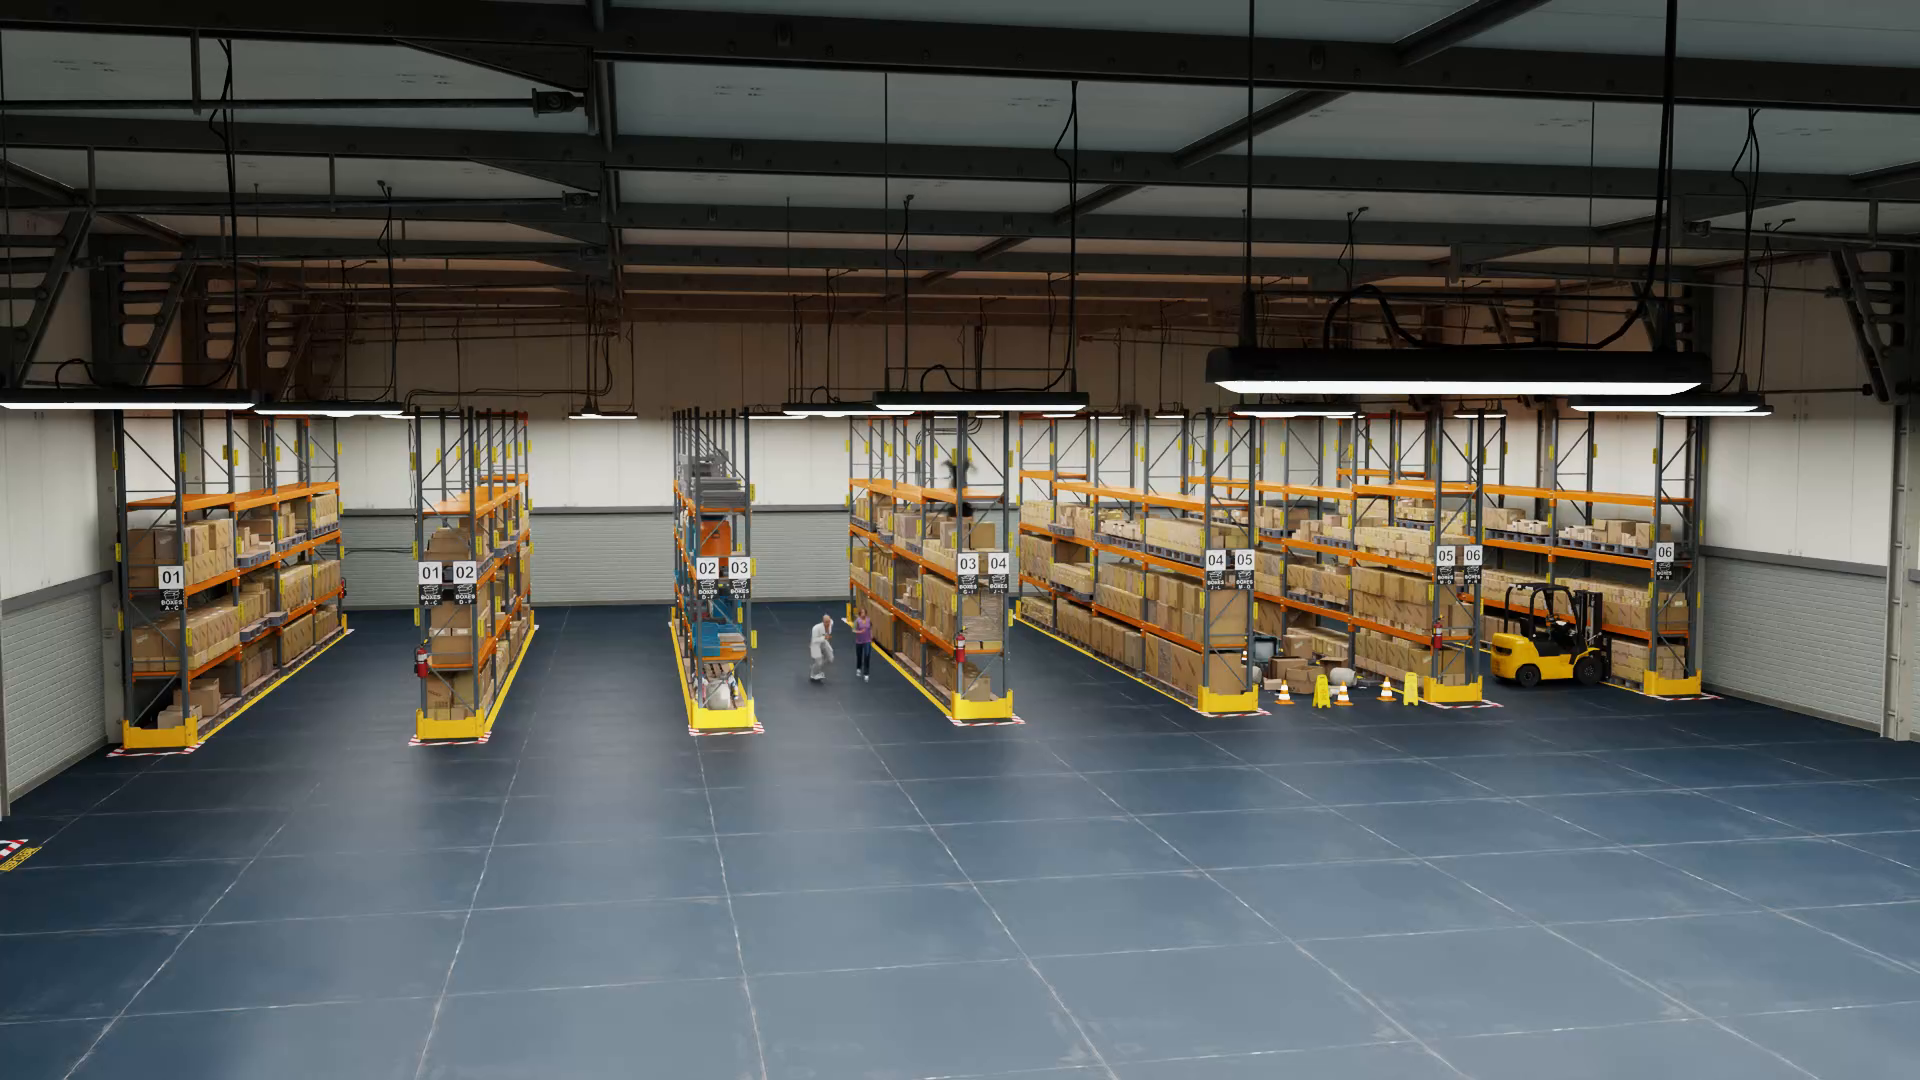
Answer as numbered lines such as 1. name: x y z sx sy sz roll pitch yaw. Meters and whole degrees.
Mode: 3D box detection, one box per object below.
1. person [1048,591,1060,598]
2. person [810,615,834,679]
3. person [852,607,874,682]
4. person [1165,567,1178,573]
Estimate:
1. person: 2.789 1.319 50.294 0.767 1.672 0.682 -3 5 -33
2. person: -3.025 2.358 36.607 0.728 1.498 1.047 -3 5 -39
3. person: -2.152 2.285 36.771 0.517 1.608 0.861 -1 4 -11
4. person: 6.704 1.077 52.575 0.976 1.749 0.710 -2 5 -27
